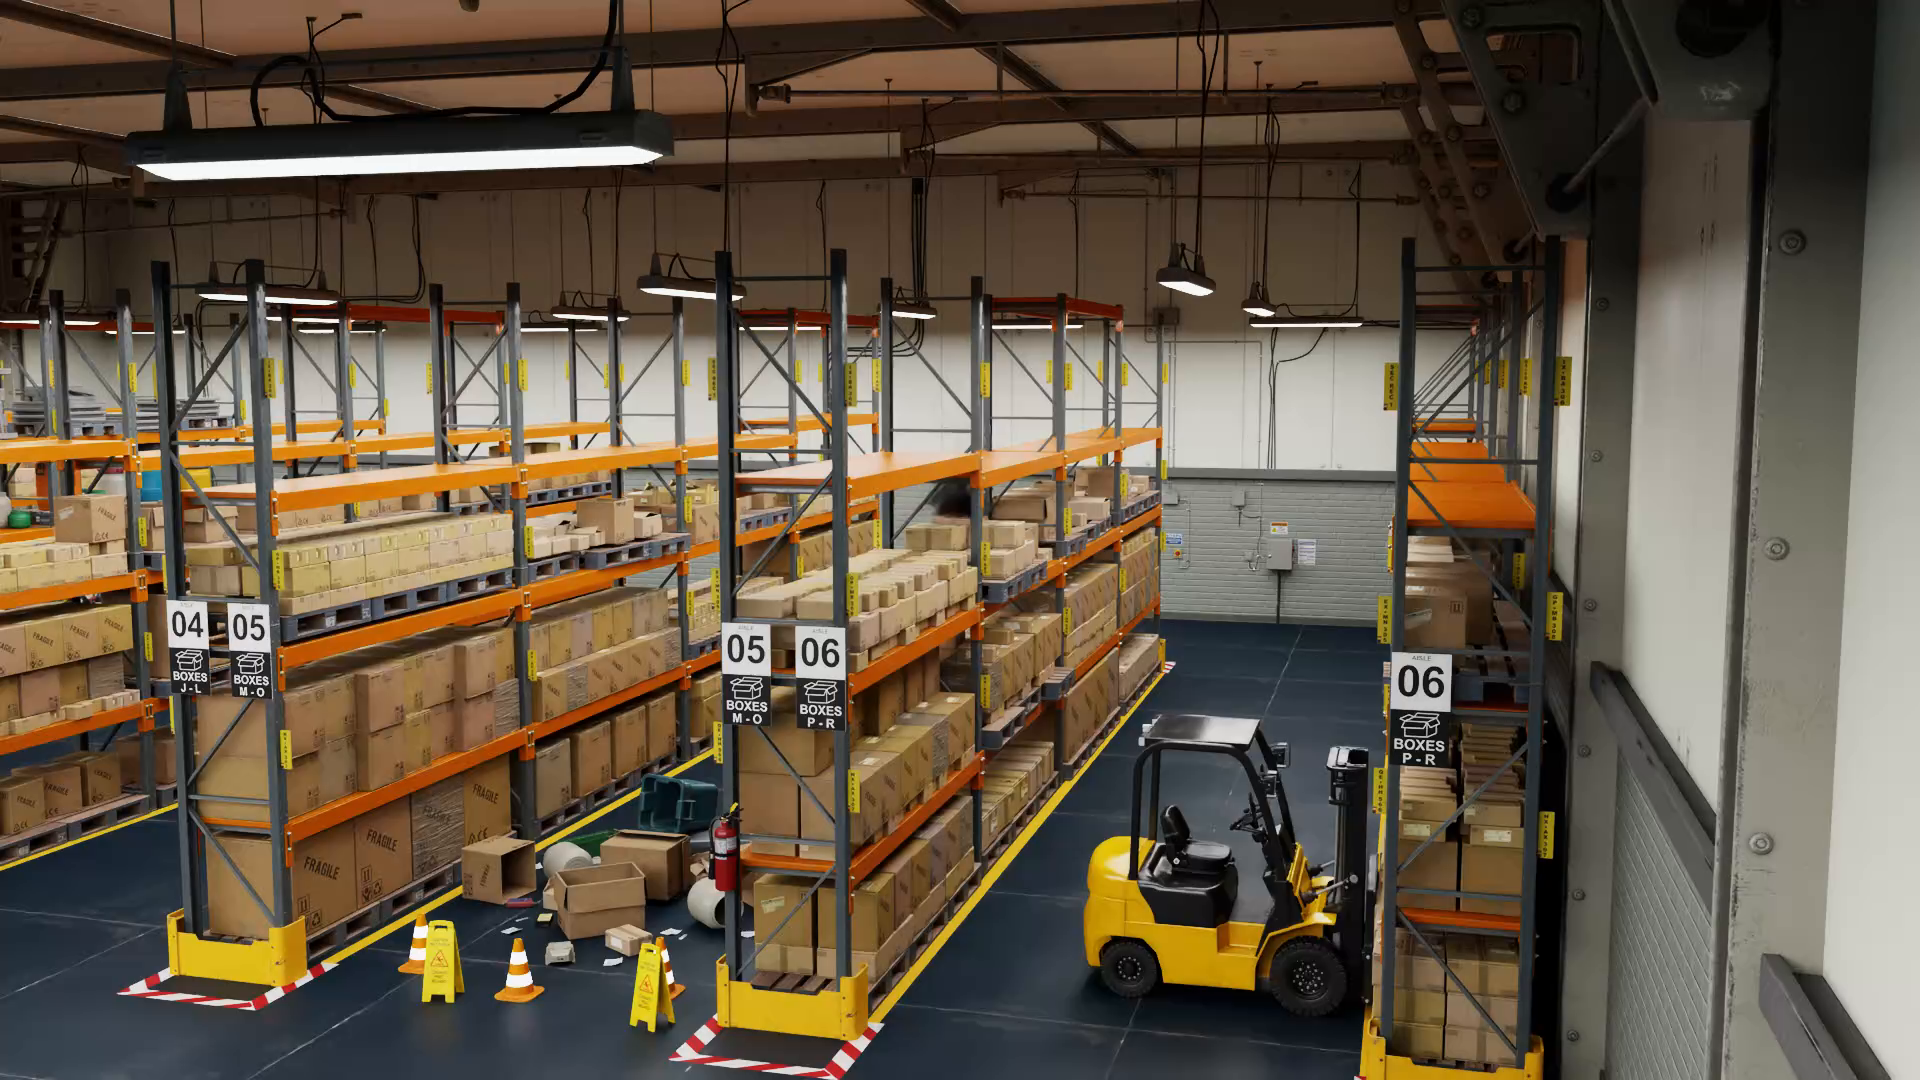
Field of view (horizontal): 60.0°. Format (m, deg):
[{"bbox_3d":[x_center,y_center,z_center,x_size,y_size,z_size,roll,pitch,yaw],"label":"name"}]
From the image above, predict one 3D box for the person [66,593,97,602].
[{"bbox_3d":[-15.187,1.251,28.528,0.650,1.805,0.826,0,6,1],"label":"person"}]
